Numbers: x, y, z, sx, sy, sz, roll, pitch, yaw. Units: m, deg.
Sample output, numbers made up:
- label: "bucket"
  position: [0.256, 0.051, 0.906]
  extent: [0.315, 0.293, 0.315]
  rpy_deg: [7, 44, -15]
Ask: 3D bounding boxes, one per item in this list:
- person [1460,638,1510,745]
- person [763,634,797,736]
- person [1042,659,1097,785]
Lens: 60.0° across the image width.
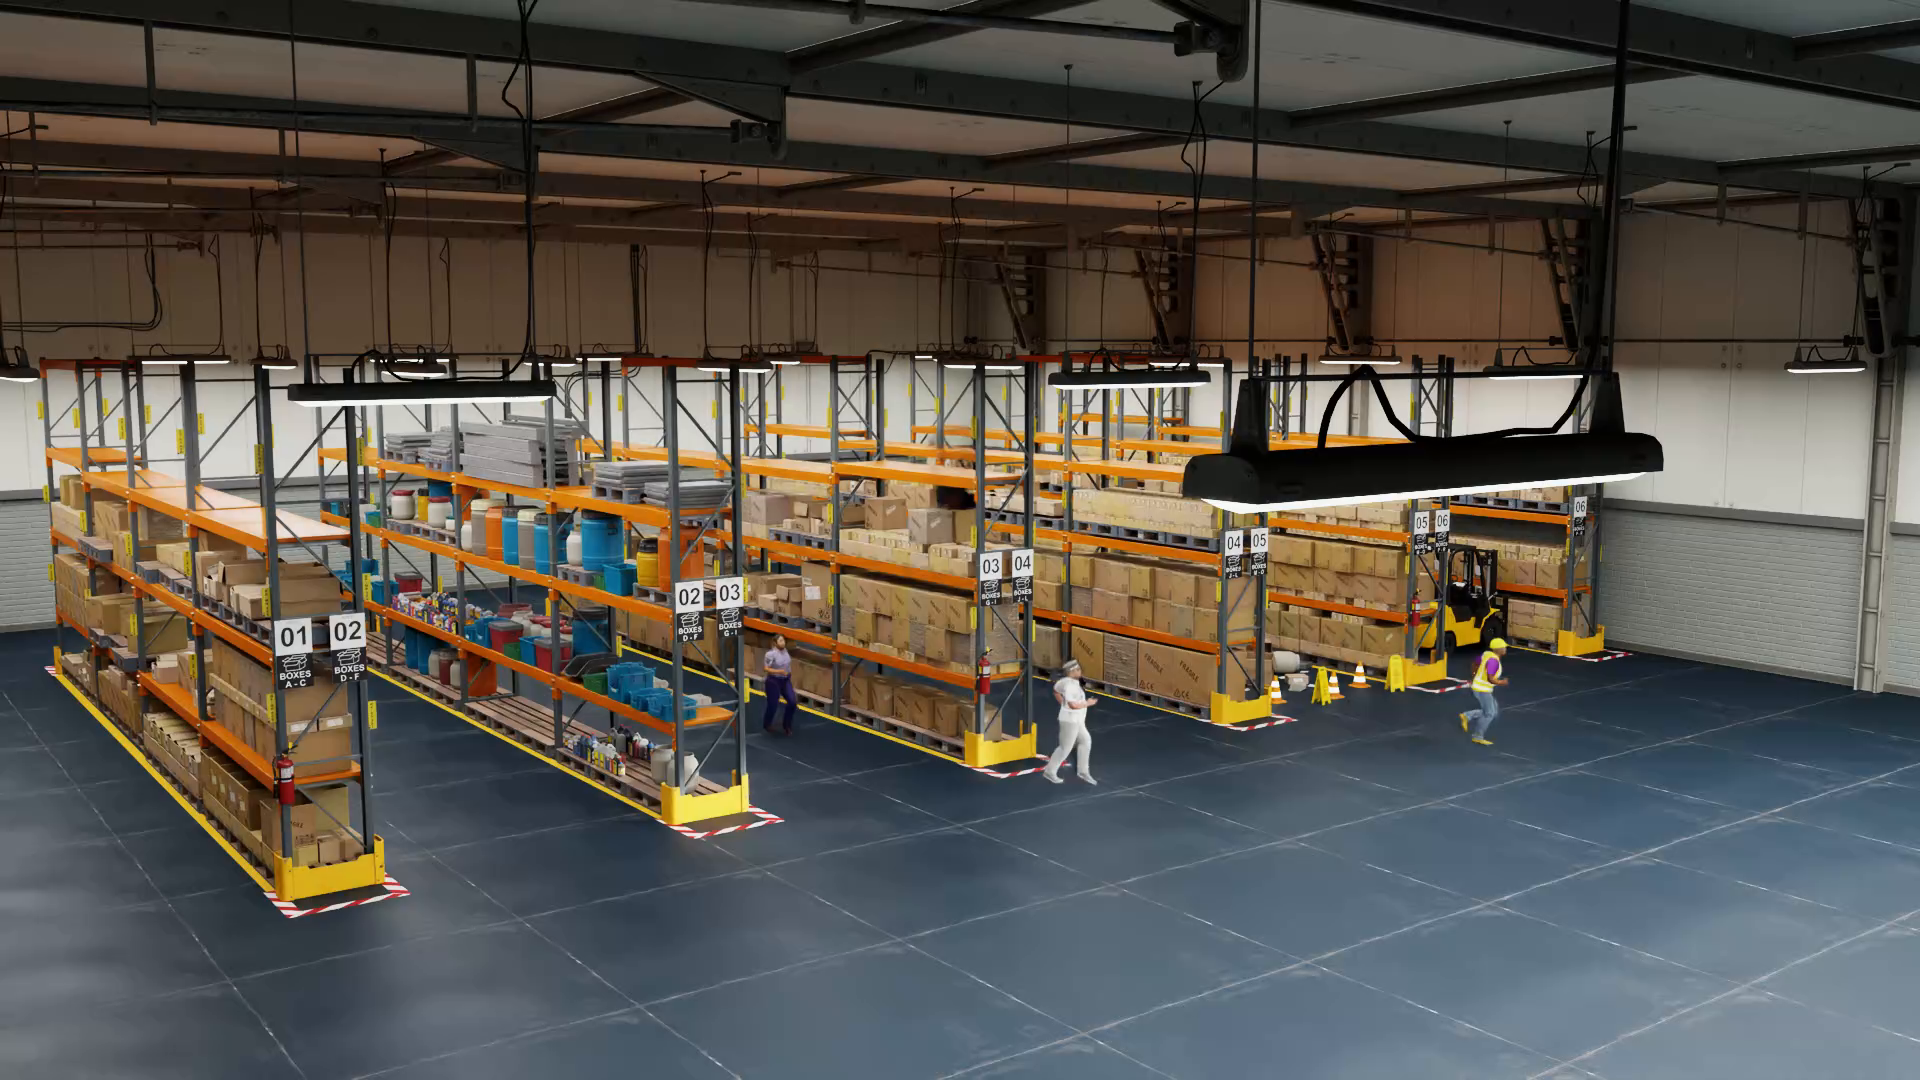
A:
- label: "person"
  position: [8.238, 2.378, 26.092]
  extent: [0.726, 1.705, 0.688]
  rpy_deg: [2, 7, 13]
- label: "person"
  position: [-2.904, 2.344, 26.652]
  extent: [0.592, 1.699, 0.714]
  rpy_deg: [-6, 9, -42]
- label: "person"
  position: [1.585, 2.604, 23.676]
  extent: [0.749, 1.836, 0.654]
  rpy_deg: [1, 7, 6]
